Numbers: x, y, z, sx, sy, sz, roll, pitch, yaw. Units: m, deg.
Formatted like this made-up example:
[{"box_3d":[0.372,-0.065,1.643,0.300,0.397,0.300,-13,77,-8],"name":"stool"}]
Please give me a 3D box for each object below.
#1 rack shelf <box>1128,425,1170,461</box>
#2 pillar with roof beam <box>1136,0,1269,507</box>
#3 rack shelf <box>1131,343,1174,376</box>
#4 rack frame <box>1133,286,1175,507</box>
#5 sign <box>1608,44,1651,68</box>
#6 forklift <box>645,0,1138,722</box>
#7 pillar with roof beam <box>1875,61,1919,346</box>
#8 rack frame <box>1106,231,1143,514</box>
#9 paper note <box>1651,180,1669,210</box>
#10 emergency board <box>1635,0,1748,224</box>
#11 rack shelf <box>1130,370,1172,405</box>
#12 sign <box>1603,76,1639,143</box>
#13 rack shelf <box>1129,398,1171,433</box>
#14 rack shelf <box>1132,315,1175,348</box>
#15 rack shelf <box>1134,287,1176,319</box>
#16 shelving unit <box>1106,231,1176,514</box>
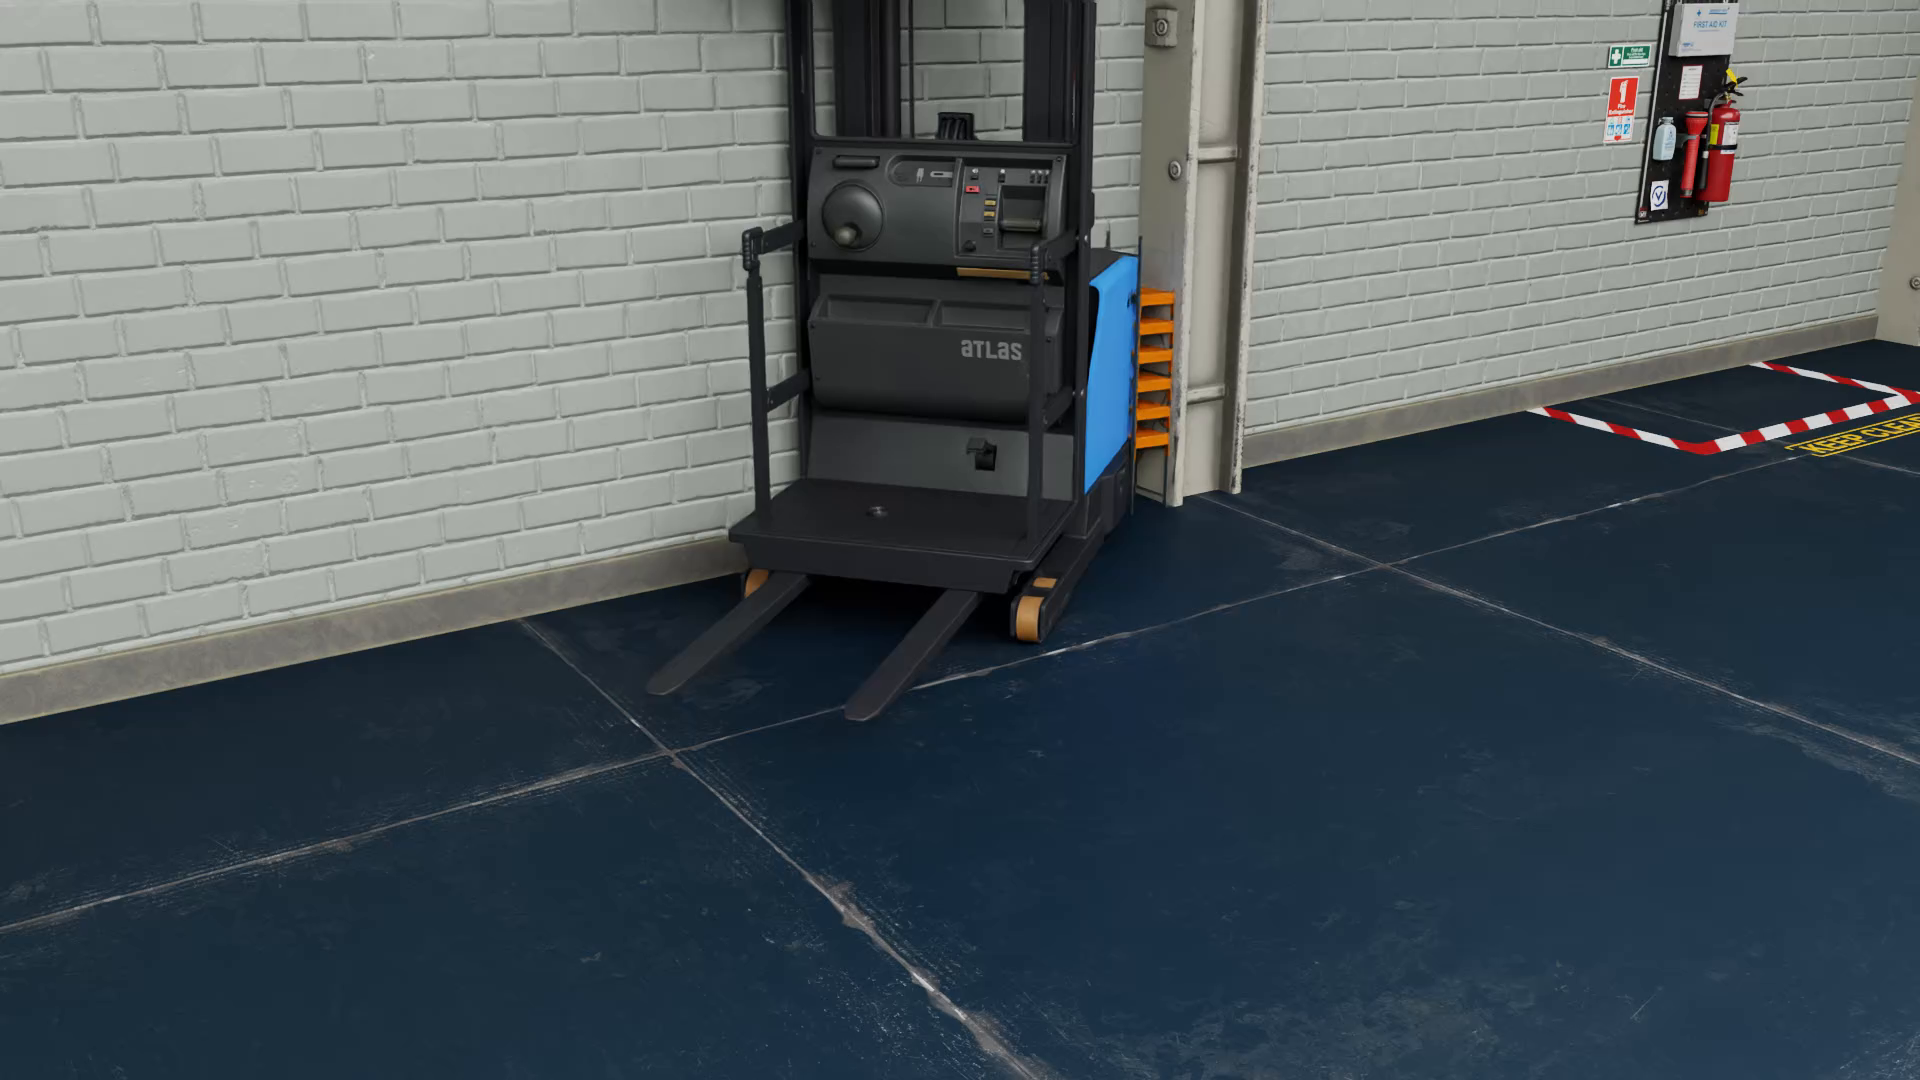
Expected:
[{"box_3d":[0.749,-0.424,7.137,0.180,0.103,0.258,-9,19,-30],"name":"rack shelf"},{"box_3d":[3.367,-3.330,2.545,0.400,9.000,9.100,-12,22,-31],"name":"pillar with roof beam"},{"box_3d":[0.752,-0.770,7.038,0.180,0.103,0.258,-9,19,-30],"name":"rack shelf"},{"box_3d":[0.829,-0.710,7.105,0.006,1.200,0.240,-9,19,-30],"name":"rack frame"},{"box_3d":[3.416,-2.468,8.479,0.331,0.109,0.001,-12,22,-31],"name":"sign"},{"box_3d":[-0.148,-1.175,5.643,1.130,2.935,3.031,5,19,16],"name":"forklift"},{"box_3d":[8.379,-4.387,5.671,0.400,9.000,9.100,-12,22,-31],"name":"pillar with roof beam"},{"box_3d":[0.673,-0.685,7.012,0.006,1.200,0.240,-9,19,-30],"name":"rack frame"},{"box_3d":[3.740,-1.842,8.884,0.142,0.148,0.016,-12,22,-31],"name":"paper note"},{"box_3d":[3.926,-2.272,8.781,0.643,1.169,0.194,-12,22,-31],"name":"emergency board"},{"box_3d":[0.751,-0.655,7.071,0.180,0.103,0.258,-9,19,-30],"name":"rack shelf"},{"box_3d":[3.407,-2.219,8.568,0.234,0.329,0.001,-12,22,-31],"name":"sign"},{"box_3d":[0.750,-0.539,7.104,0.180,0.103,0.258,-9,19,-30],"name":"rack shelf"},{"box_3d":[0.753,-0.886,7.005,0.180,0.103,0.258,-9,19,-30],"name":"rack shelf"},{"box_3d":[0.753,-1.001,6.971,0.180,0.103,0.258,-9,19,-30],"name":"rack shelf"},{"box_3d":[0.751,-0.698,7.058,0.189,1.200,0.258,-9,19,-30],"name":"shelving unit"}]
